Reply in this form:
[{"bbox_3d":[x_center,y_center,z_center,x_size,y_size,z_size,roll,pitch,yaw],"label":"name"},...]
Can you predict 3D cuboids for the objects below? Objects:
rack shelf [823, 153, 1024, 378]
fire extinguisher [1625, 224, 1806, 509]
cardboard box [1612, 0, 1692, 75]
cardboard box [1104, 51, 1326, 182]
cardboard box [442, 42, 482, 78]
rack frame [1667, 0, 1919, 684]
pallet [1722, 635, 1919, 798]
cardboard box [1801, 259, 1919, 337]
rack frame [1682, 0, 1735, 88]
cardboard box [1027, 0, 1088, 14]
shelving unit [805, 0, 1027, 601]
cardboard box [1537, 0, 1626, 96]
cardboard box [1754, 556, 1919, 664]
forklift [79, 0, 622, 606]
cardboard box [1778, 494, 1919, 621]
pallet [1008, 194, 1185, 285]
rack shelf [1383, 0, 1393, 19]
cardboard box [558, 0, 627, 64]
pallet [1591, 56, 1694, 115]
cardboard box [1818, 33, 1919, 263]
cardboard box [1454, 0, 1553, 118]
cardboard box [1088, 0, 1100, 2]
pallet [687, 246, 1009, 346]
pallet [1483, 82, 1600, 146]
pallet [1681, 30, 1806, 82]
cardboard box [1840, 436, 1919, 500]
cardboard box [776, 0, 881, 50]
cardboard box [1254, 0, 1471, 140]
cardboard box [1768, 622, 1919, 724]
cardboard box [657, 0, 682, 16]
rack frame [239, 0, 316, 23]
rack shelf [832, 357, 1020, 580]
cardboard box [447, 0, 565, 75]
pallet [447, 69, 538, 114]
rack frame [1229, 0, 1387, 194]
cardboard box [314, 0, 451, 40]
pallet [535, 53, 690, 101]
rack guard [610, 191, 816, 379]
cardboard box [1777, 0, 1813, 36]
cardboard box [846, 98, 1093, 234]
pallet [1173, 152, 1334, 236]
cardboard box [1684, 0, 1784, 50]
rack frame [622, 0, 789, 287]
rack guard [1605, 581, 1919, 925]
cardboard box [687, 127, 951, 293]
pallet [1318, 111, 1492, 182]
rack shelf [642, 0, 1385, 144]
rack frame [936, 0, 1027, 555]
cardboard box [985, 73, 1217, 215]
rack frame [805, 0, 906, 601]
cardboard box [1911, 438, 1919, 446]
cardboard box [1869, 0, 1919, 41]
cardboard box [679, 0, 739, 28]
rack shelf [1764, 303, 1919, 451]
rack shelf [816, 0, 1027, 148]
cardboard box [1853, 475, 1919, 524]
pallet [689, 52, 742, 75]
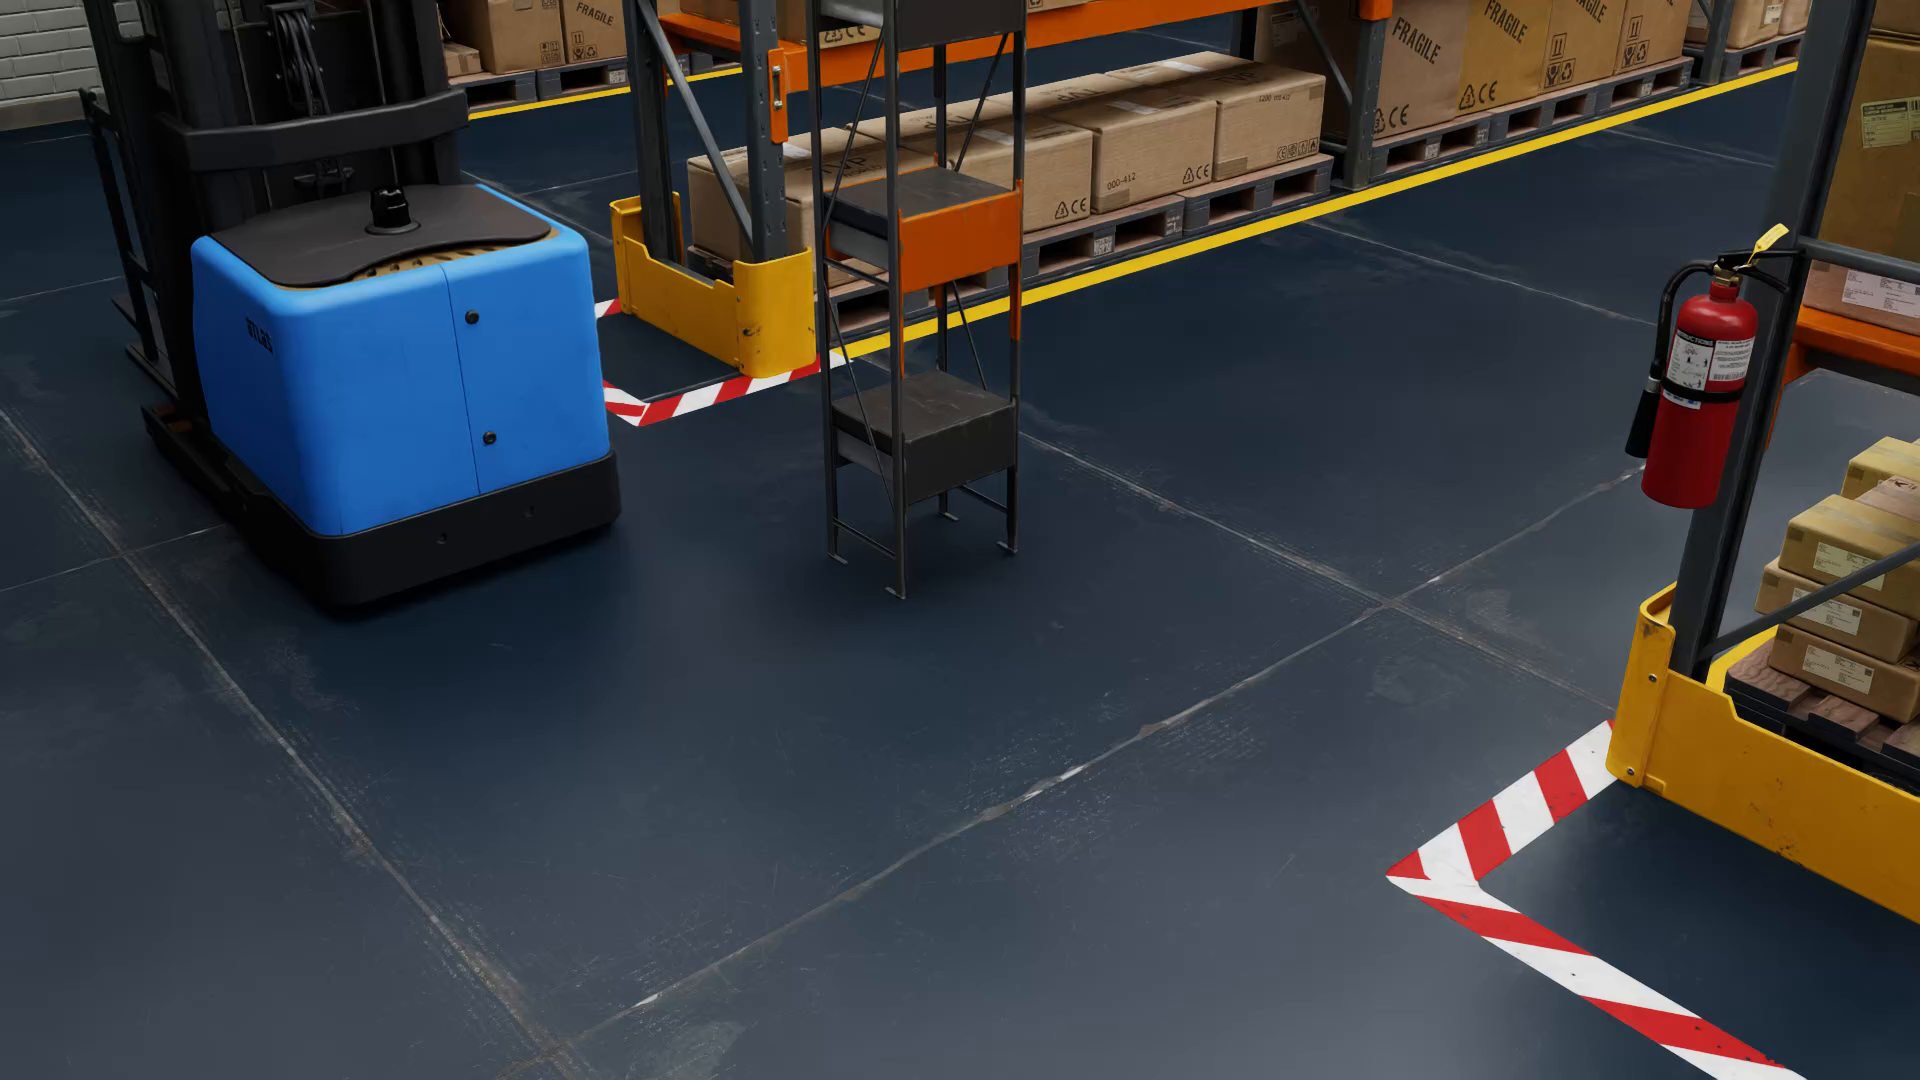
[{"bbox_3d":[-0.126,-0.863,5.167,0.480,0.518,0.431,-22,35,-35],"label":"rack shelf"},{"bbox_3d":[1.712,-0.406,3.806,0.183,0.674,0.296,-22,35,-35],"label":"fire extinguisher"},{"bbox_3d":[4.420,-3.775,11.439,0.875,0.875,0.875,-22,35,-35],"label":"cardboard box"},{"bbox_3d":[1.409,-2.386,9.305,0.875,0.438,0.875,-22,35,-36],"label":"cardboard box"},{"bbox_3d":[-3.436,-3.236,11.202,0.250,0.149,0.380,-24,36,-37],"label":"cardboard box"},{"bbox_3d":[2.203,-0.517,3.534,0.127,3.000,1.000,-22,35,-35],"label":"rack frame"},{"bbox_3d":[2.902,0.454,4.676,1.213,0.211,1.003,-22,35,-35],"label":"pallet"},{"bbox_3d":[2.268,-0.607,3.970,0.250,0.149,0.380,-22,35,-35],"label":"cardboard box"},{"bbox_3d":[4.999,-4.708,11.377,0.127,3.000,1.000,-22,35,-35],"label":"rack frame"},{"bbox_3d":[0.230,-2.662,7.444,0.500,0.500,0.500,-22,35,-35],"label":"cardboard box"},{"bbox_3d":[-0.126,-0.875,5.160,0.503,2.100,0.431,-22,35,-35],"label":"shelving unit"},{"bbox_3d":[3.739,-3.503,10.931,0.875,0.875,0.875,-21,35,-34],"label":"cardboard box"},{"bbox_3d":[2.419,0.161,4.531,0.250,0.149,0.380,-23,36,-36],"label":"cardboard box"},{"bbox_3d":[-2.494,-1.712,5.844,1.130,2.935,3.031,-21,35,-34],"label":"forklift"},{"bbox_3d":[2.441,0.040,4.440,0.250,0.149,0.380,-21,35,-34],"label":"cardboard box"},{"bbox_3d":[0.398,-1.675,8.660,1.213,0.211,1.003,-22,35,-35],"label":"pallet"},{"bbox_3d":[3.478,-3.779,10.402,4.000,0.370,1.077,-22,35,-35],"label":"rack shelf"},{"bbox_3d":[-2.642,-3.649,11.601,0.500,0.500,0.500,-21,35,-34],"label":"cardboard box"},{"bbox_3d":[4.351,-3.264,11.634,1.213,0.211,1.003,-22,35,-35],"label":"pallet"},{"bbox_3d":[2.378,-0.922,3.870,0.500,0.500,0.500,-21,35,-34],"label":"cardboard box"},{"bbox_3d":[3.058,-3.230,10.420,0.875,0.875,0.875,-21,34,-34],"label":"cardboard box"},{"bbox_3d":[0.600,-2.822,7.741,0.500,0.500,0.500,-21,34,-33],"label":"cardboard box"},{"bbox_3d":[-0.529,-1.303,7.965,1.213,0.211,1.003,-22,35,-35],"label":"pallet"},{"bbox_3d":[3.423,-2.893,10.939,1.213,0.211,1.003,-22,35,-35],"label":"pallet"},{"bbox_3d":[5.595,-3.717,12.481,1.213,0.211,1.003,-22,35,-35],"label":"pallet"},{"bbox_3d":[2.784,-0.141,4.779,0.250,0.149,0.380,-23,36,-36],"label":"cardboard box"},{"bbox_3d":[-0.535,-2.349,6.856,0.500,0.500,0.500,-22,35,-35],"label":"cardboard box"},{"bbox_3d":[2.376,-2.951,9.898,0.875,0.875,0.875,-21,34,-33],"label":"cardboard box"},{"bbox_3d":[2.468,0.320,4.548,0.250,0.149,0.380,-21,35,-34],"label":"cardboard box"},{"bbox_3d":[-2.319,-3.840,11.960,0.500,0.500,0.700,-23,36,-37],"label":"cardboard box"},{"bbox_3d":[-4.311,-4.039,10.126,0.127,3.000,1.000,-22,35,-35],"label":"rack frame"},{"bbox_3d":[-0.126,-0.246,5.497,0.480,0.518,0.431,-22,35,-35],"label":"rack shelf"},{"bbox_3d":[-3.109,-3.523,11.366,0.500,0.500,0.700,-20,34,-33],"label":"cardboard box"},{"bbox_3d":[-3.647,-3.077,11.284,1.213,0.211,1.003,-22,35,-35],"label":"pallet"},{"bbox_3d":[1.956,-3.484,9.087,0.127,3.000,1.000,-22,35,-35],"label":"rack frame"},{"bbox_3d":[-3.784,-3.277,10.902,0.637,0.503,0.797,-24,36,-37],"label":"cardboard box"},{"bbox_3d":[-2.720,-3.448,11.978,1.213,0.211,1.003,-22,35,-35],"label":"pallet"},{"bbox_3d":[-1.105,-1.151,7.373,0.348,0.500,1.175,-22,35,-35],"label":"rack guard"},{"bbox_3d":[5.992,-4.132,12.642,0.625,0.372,0.950,-23,36,-36],"label":"cardboard box"},{"bbox_3d":[0.041,-1.837,8.277,0.875,0.438,0.875,-21,34,-34],"label":"cardboard box"},{"bbox_3d":[1.327,-2.050,9.362,1.213,0.211,1.003,-22,35,-35],"label":"pallet"},{"bbox_3d":[5.436,-3.903,12.214,0.625,0.372,0.950,-25,37,-38],"label":"cardboard box"},{"bbox_3d":[-1.087,-2.261,6.798,0.127,3.000,1.000,-22,35,-35],"label":"rack frame"},{"bbox_3d":[2.261,0.563,4.167,0.348,0.500,1.175,-22,35,-35],"label":"rack guard"},{"bbox_3d":[-0.649,-1.554,7.747,0.875,0.438,0.875,-23,36,-37],"label":"cardboard box"},{"bbox_3d":[2.494,-2.517,10.237,1.213,0.211,1.003,-22,35,-35],"label":"pallet"},{"bbox_3d":[0.435,-2.555,8.112,4.000,0.370,1.077,-22,35,-35],"label":"rack shelf"},{"bbox_3d":[0.060,-0.950,5.300,0.015,2.100,0.400,-22,35,-35],"label":"rack frame"},{"bbox_3d":[0.728,-2.112,8.792,0.875,0.438,0.875,-23,36,-36],"label":"cardboard box"},{"bbox_3d":[-0.312,-0.801,5.021,0.015,2.100,0.400,-22,35,-35],"label":"rack frame"},{"bbox_3d":[3.022,-0.197,4.885,0.250,0.149,0.380,-24,36,-37],"label":"cardboard box"},{"bbox_3d":[2.390,-1.362,3.634,0.500,0.500,0.500,-23,36,-36],"label":"cardboard box"},{"bbox_3d":[-0.892,-2.547,7.228,0.500,0.500,0.500,-22,35,-35],"label":"cardboard box"},{"bbox_3d":[3.725,-0.811,4.849,4.000,0.370,1.077,-22,35,-35],"label":"rack shelf"},{"bbox_3d":[-0.126,-1.481,4.837,0.480,0.518,0.431,-22,35,-35],"label":"rack shelf"},{"bbox_3d":[2.670,-0.016,4.545,0.250,0.149,0.380,-21,35,-34],"label":"cardboard box"},{"bbox_3d":[-1.791,-3.823,12.680,1.213,0.211,1.003,-22,35,-35],"label":"pallet"}]
